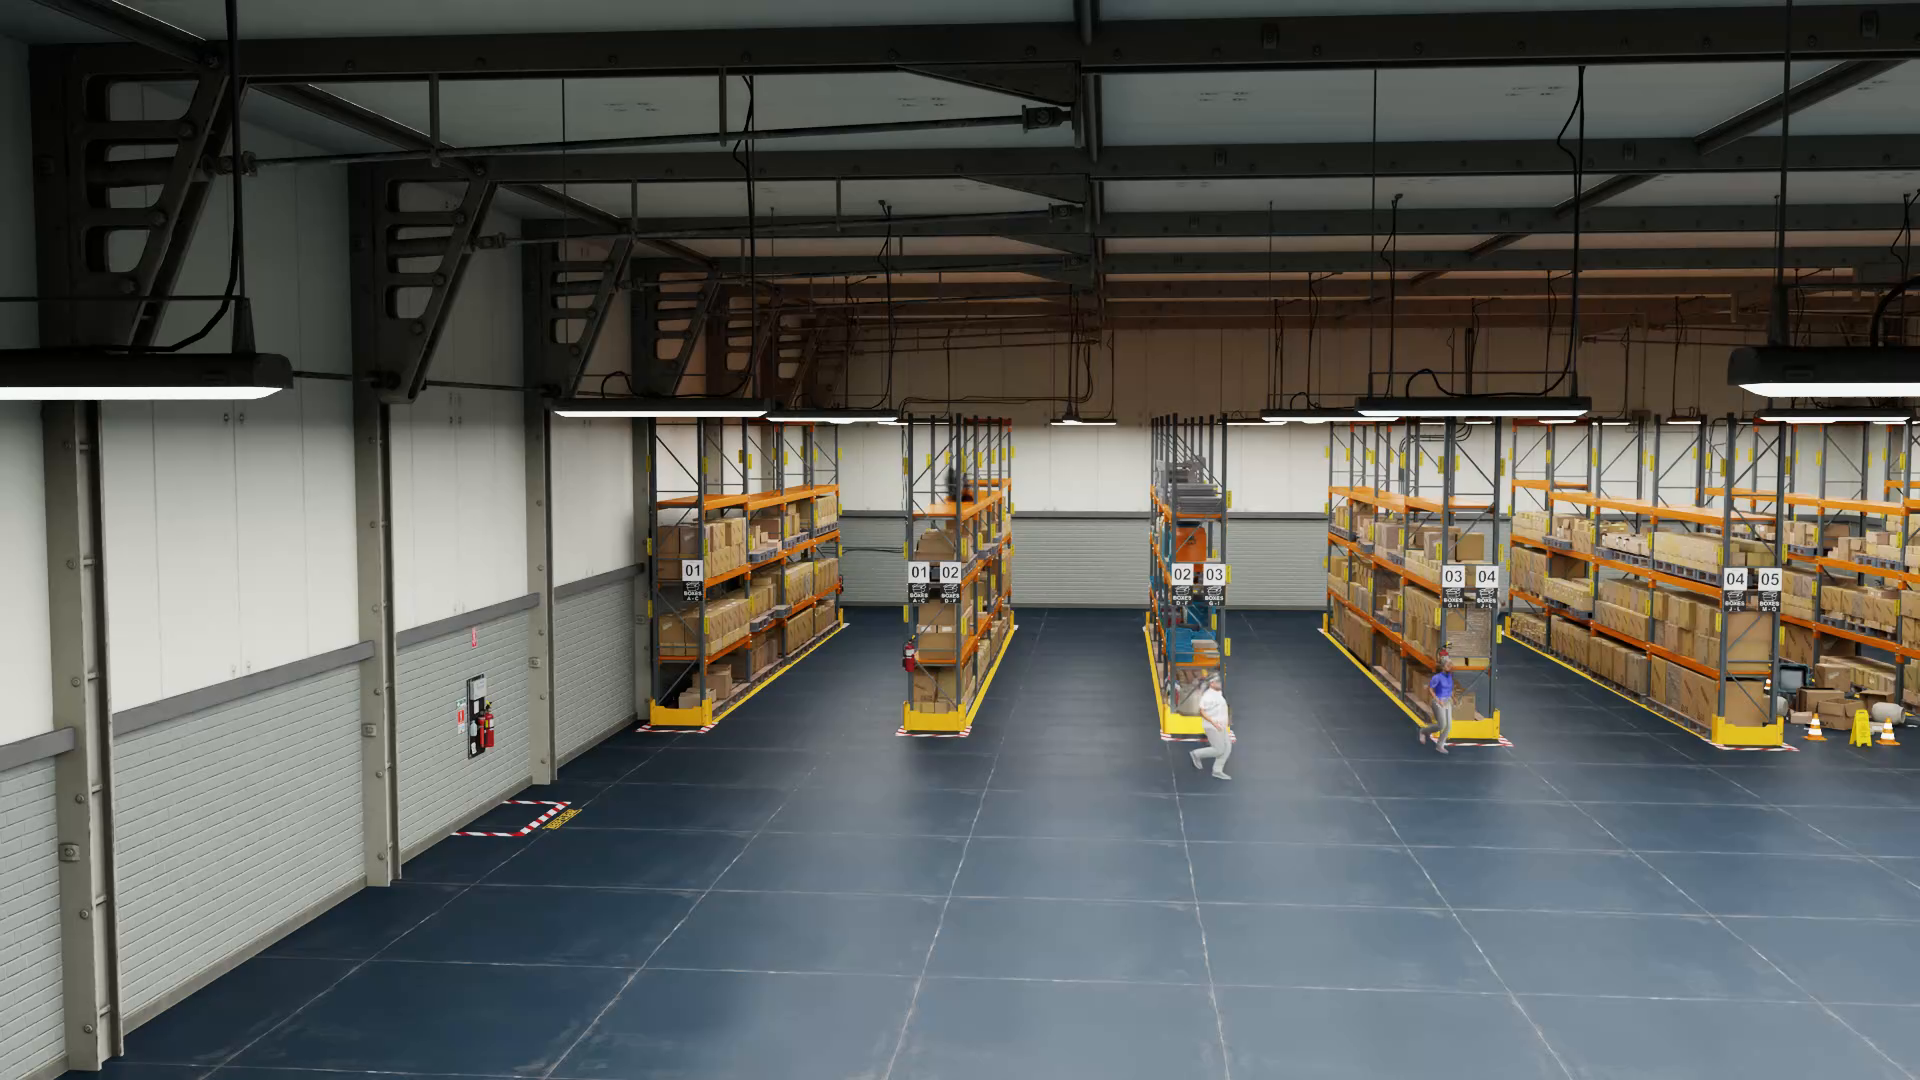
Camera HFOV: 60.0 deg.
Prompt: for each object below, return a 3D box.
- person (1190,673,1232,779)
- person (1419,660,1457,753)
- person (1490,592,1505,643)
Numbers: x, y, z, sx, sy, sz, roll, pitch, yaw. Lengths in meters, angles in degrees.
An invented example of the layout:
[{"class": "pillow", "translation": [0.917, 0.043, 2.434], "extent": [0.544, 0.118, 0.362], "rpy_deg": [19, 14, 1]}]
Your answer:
[{"class": "person", "translation": [4.136, 3.032, 27.248], "extent": [0.657, 1.749, 0.671], "rpy_deg": [2, 4, 31]}, {"class": "person", "translation": [8.554, 2.943, 29.620], "extent": [0.598, 1.631, 0.607], "rpy_deg": [-3, 5, -37]}, {"class": "person", "translation": [13.637, 1.957, 42.641], "extent": [0.661, 1.807, 0.923], "rpy_deg": [1, 4, 13]}]
